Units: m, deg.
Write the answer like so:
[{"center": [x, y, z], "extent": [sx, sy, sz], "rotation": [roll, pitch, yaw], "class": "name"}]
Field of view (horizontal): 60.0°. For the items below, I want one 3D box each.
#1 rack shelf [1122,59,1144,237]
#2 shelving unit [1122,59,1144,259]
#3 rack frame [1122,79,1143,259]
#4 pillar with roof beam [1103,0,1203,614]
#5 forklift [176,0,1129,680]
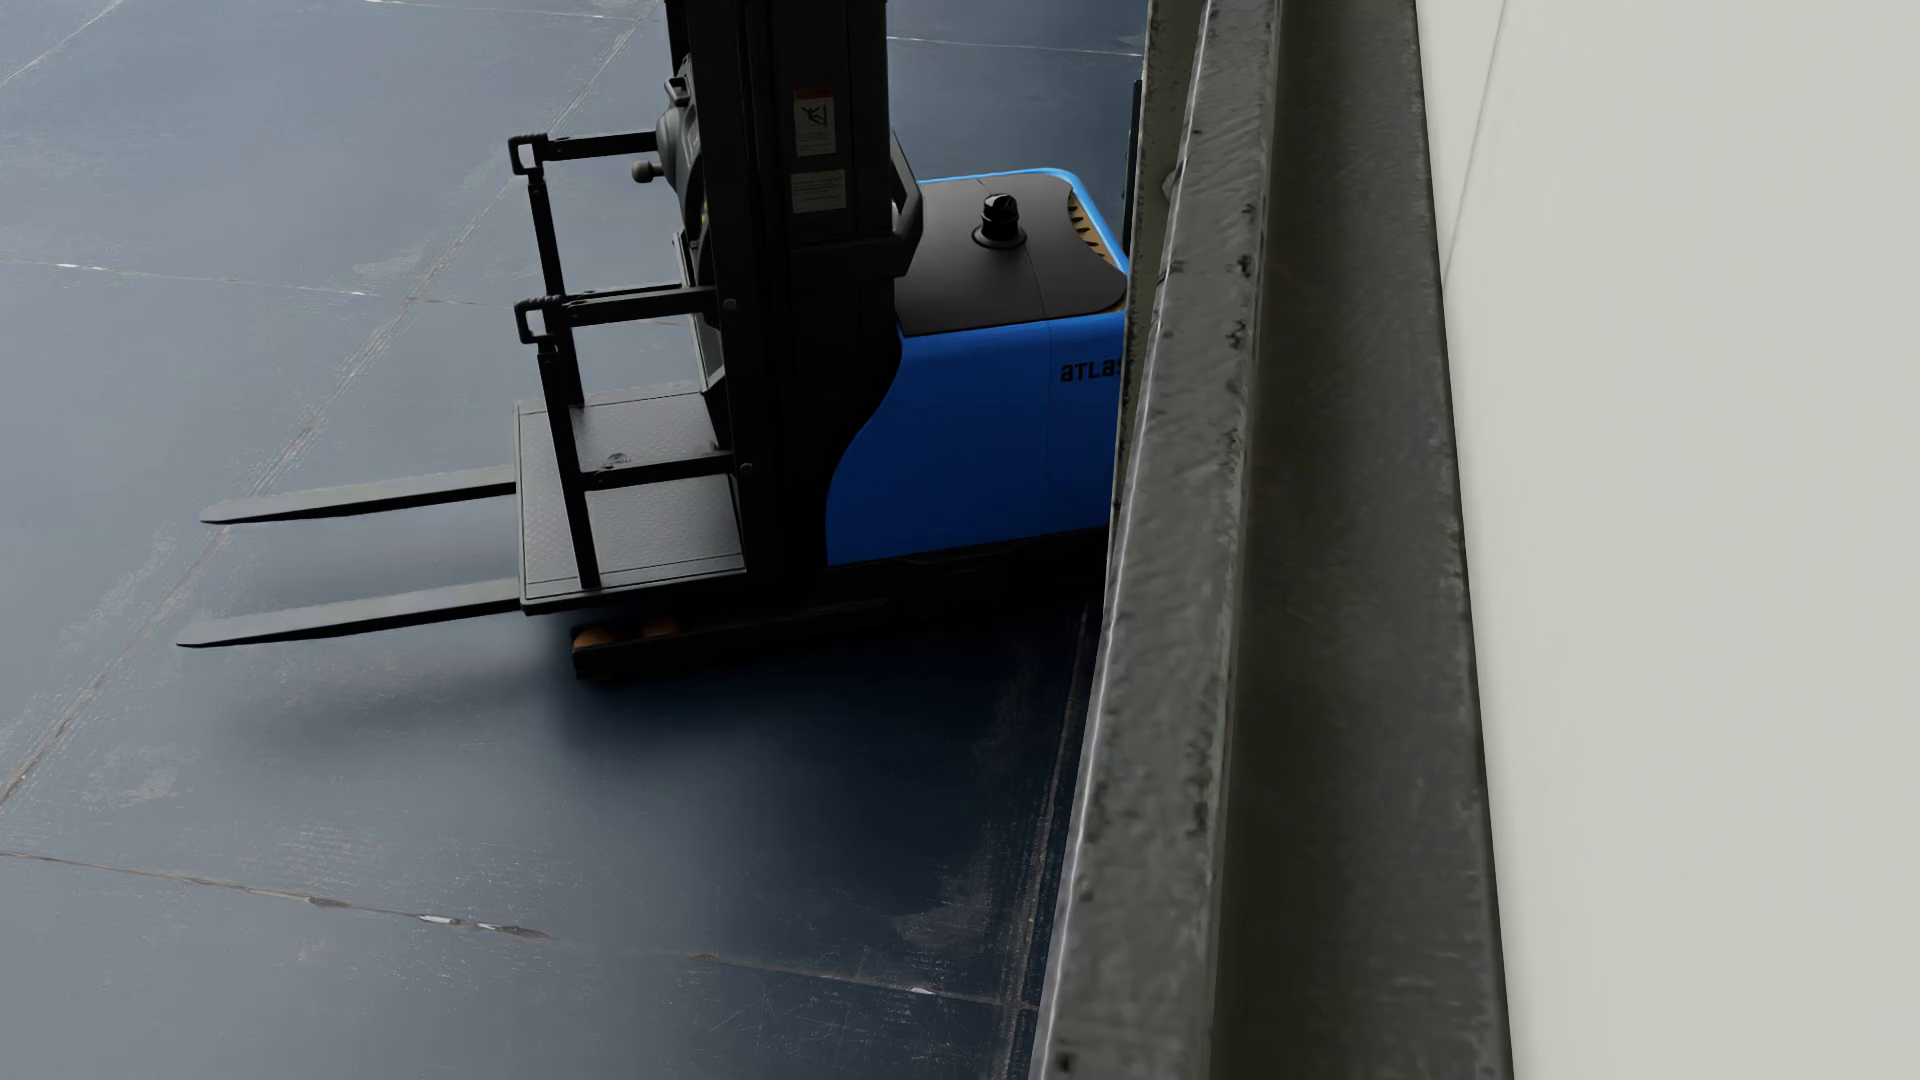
[{"center": [0.791, -1.341, 5.582], "extent": [0.431, 0.370, 0.720], "rotation": [6, 40, 7], "class": "rack shelf"}, {"center": [0.791, -1.040, 5.831], "extent": [0.431, 1.500, 0.755], "rotation": [6, 40, 7], "class": "shelving unit"}, {"center": [0.732, -0.810, 5.552], "extent": [0.400, 1.500, 0.023], "rotation": [6, 40, 7], "class": "rack frame"}, {"center": [-3.784, -2.707, 1.962], "extent": [9.100, 9.000, 0.400], "rotation": [6, 40, 8], "class": "pillar with roof beam"}, {"center": [-0.965, -1.062, 4.734], "extent": [3.031, 2.935, 1.130], "rotation": [-8, 40, -10], "class": "forklift"}]
